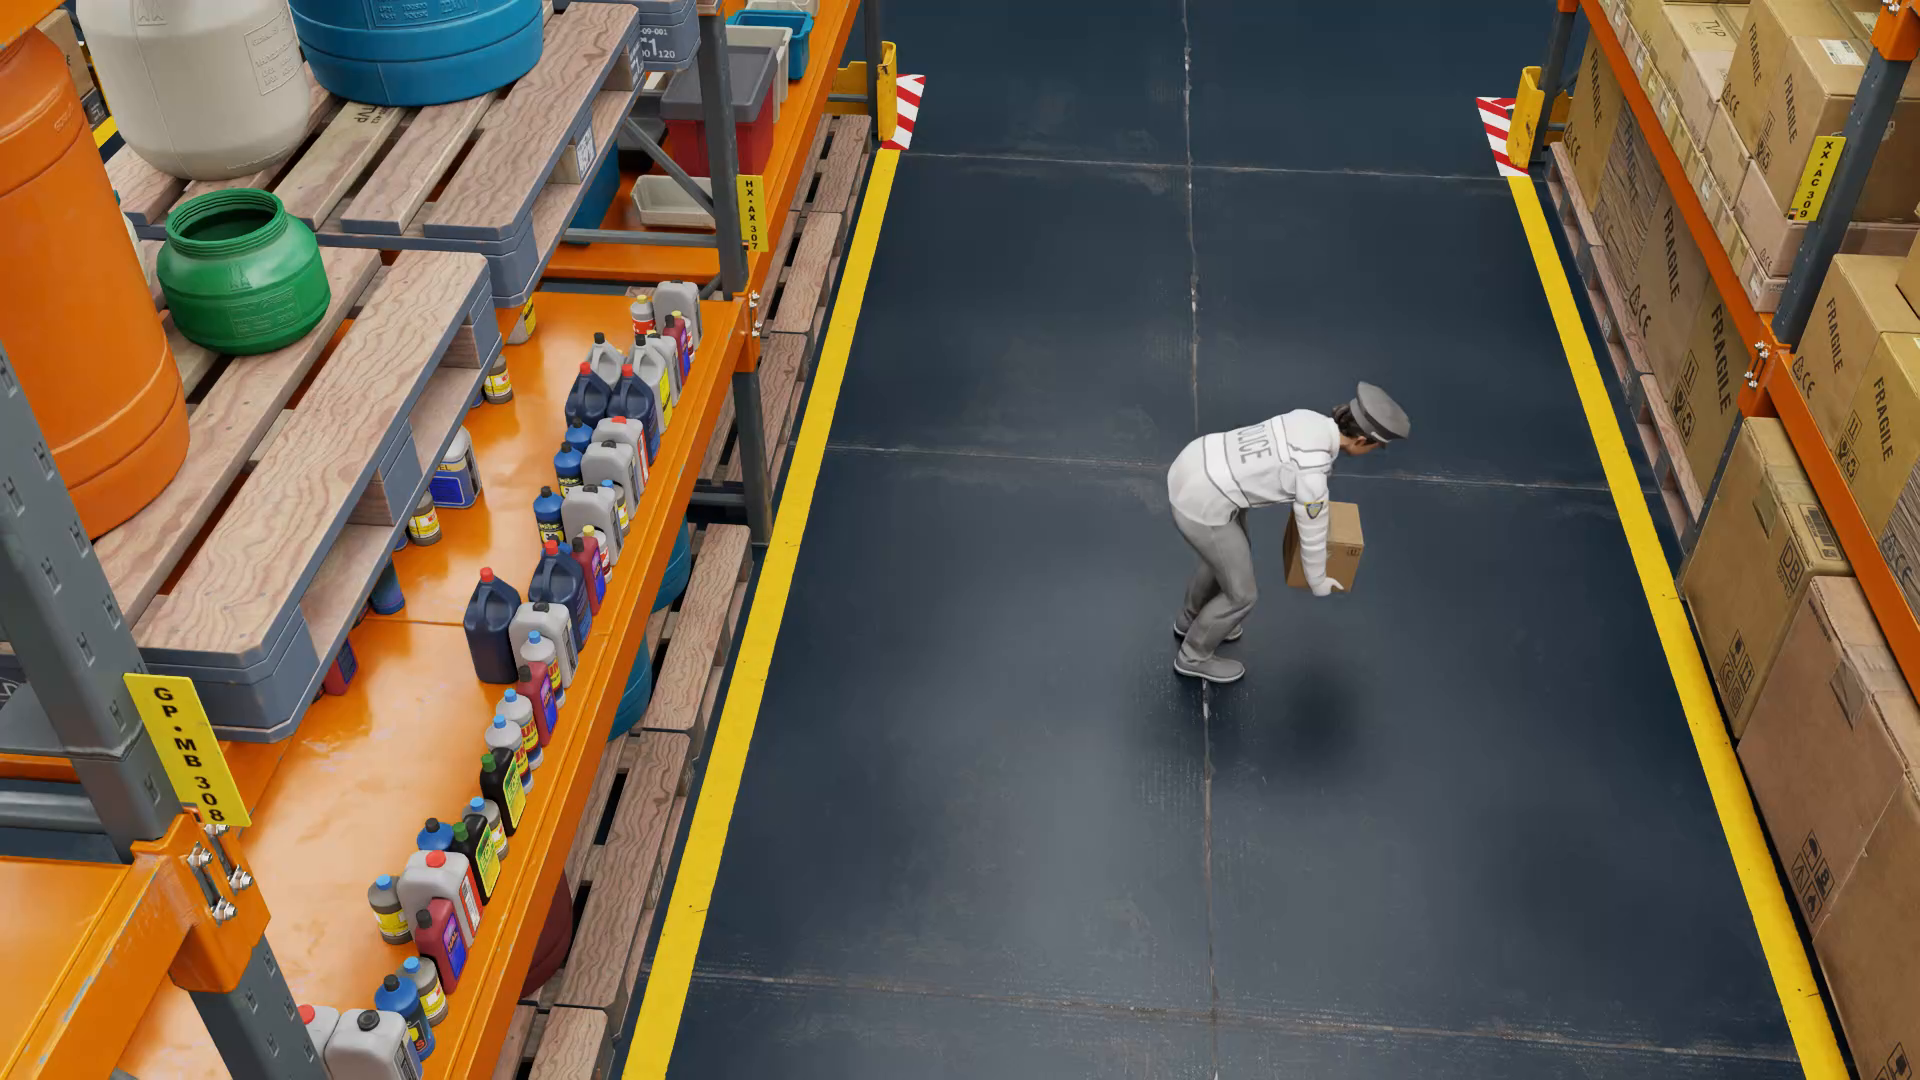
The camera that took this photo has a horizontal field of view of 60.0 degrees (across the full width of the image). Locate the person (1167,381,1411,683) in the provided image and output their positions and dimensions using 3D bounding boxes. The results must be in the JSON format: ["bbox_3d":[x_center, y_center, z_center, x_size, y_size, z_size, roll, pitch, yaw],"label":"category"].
[{"bbox_3d":[1.225,-0.034,6.462,0.866,1.326,0.421,2,40,2],"label":"person"}]
